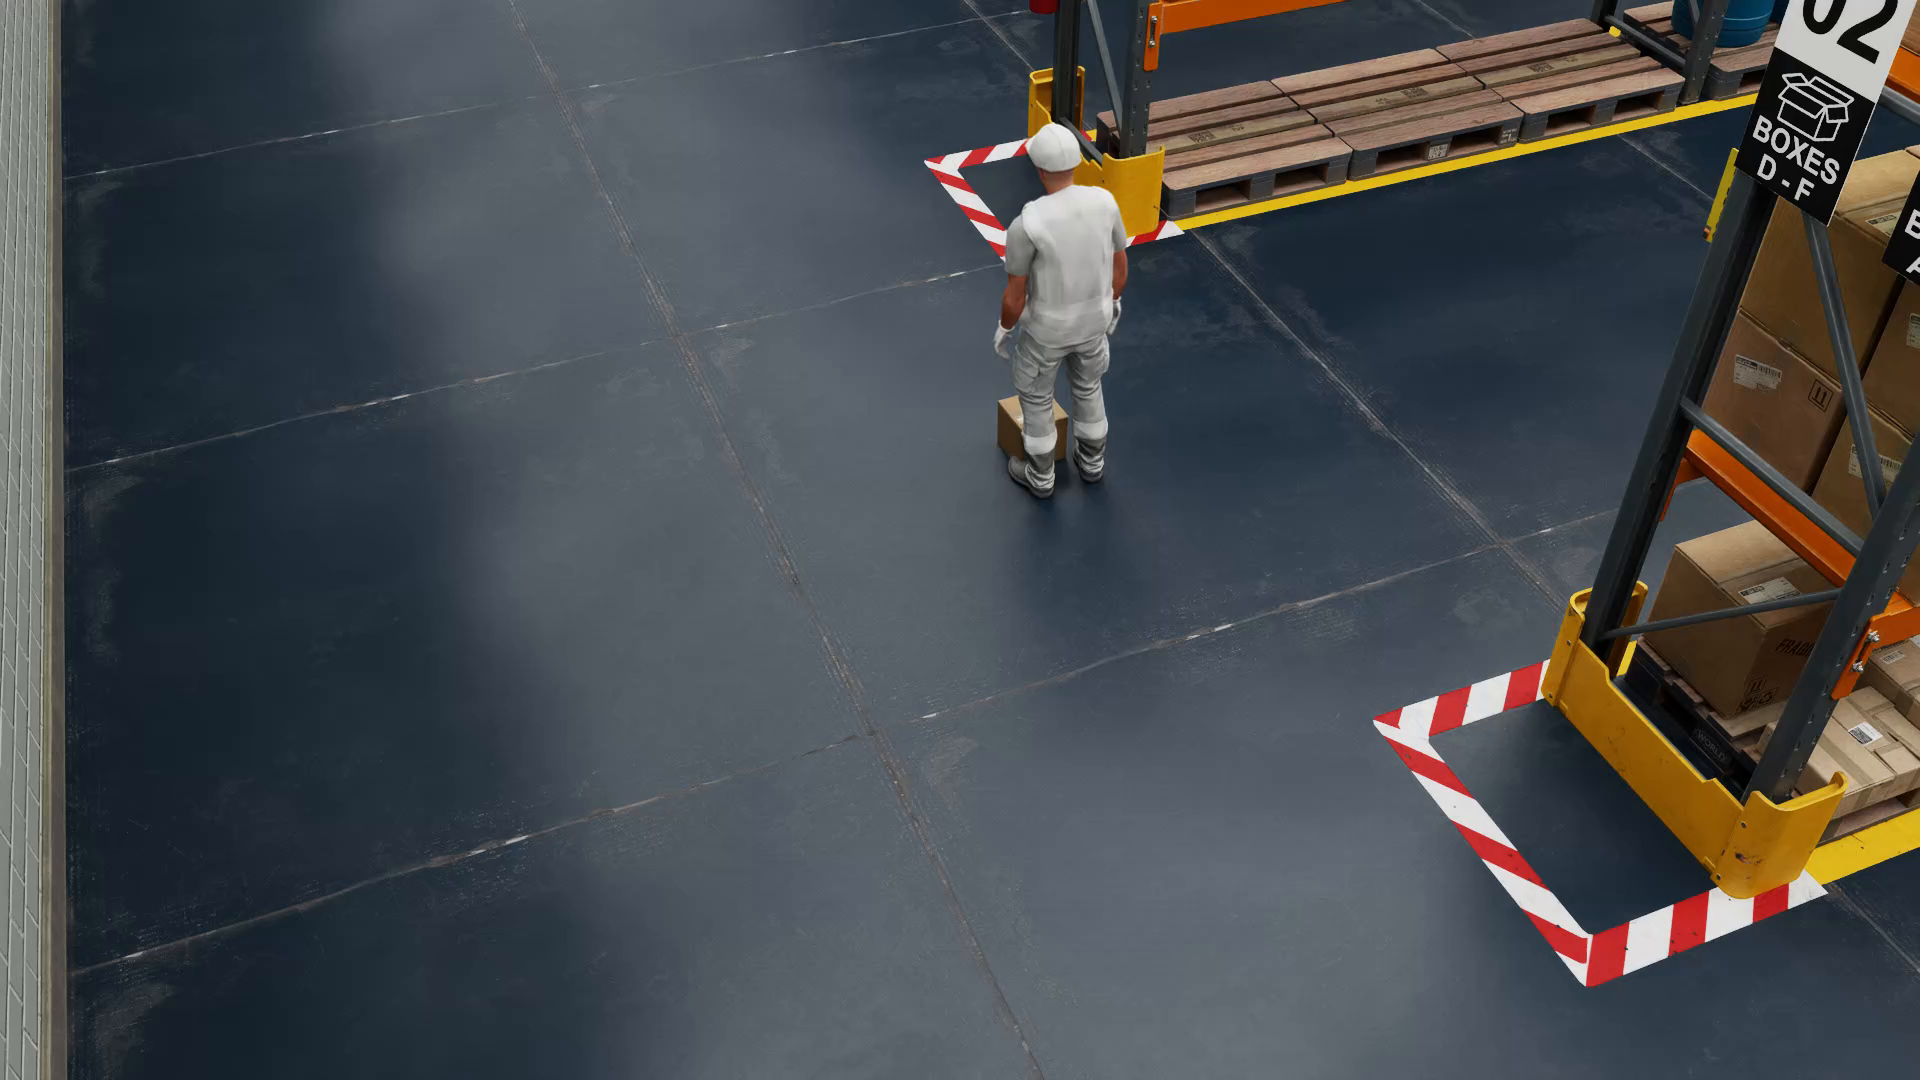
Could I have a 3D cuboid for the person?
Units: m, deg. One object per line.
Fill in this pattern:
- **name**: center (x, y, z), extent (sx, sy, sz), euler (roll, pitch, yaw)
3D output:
- **person**: center (0.434, -0.964, 7.243), extent (0.619, 1.779, 0.455), euler (-16, 44, -17)
